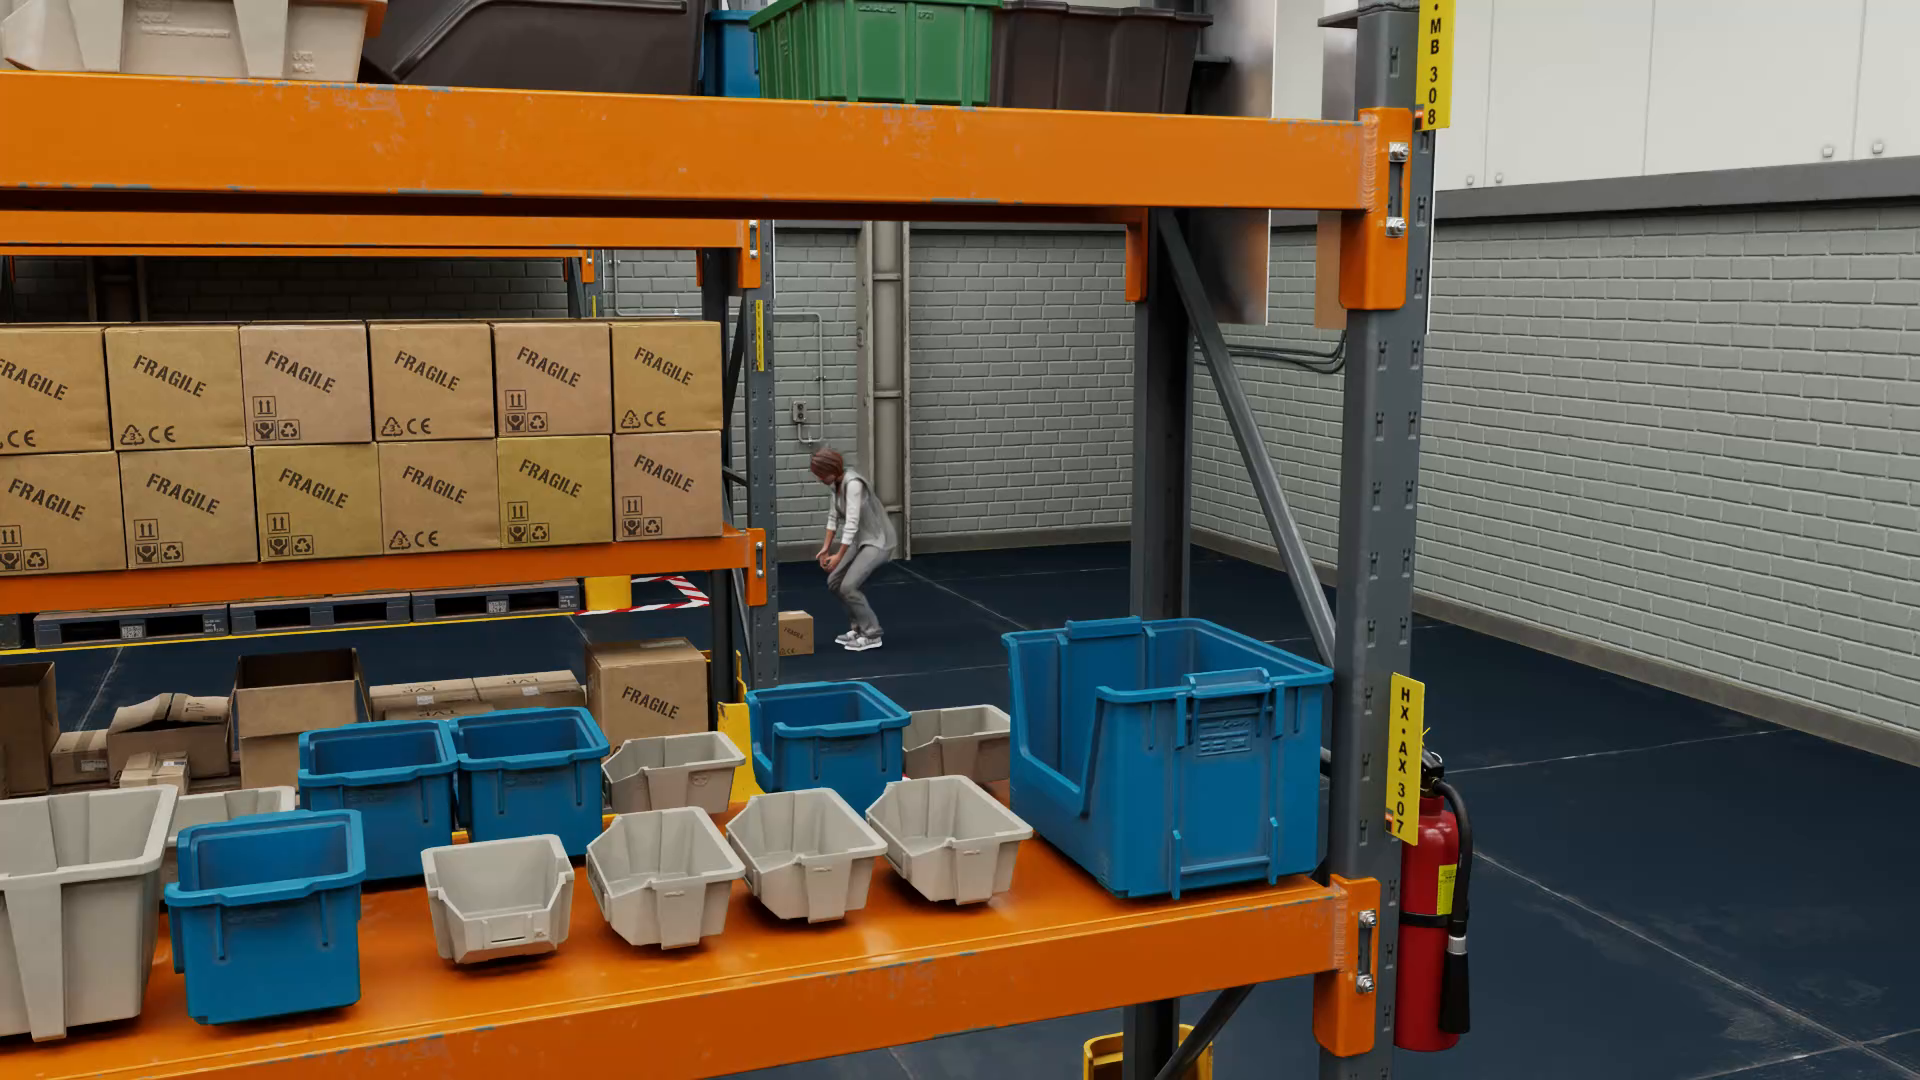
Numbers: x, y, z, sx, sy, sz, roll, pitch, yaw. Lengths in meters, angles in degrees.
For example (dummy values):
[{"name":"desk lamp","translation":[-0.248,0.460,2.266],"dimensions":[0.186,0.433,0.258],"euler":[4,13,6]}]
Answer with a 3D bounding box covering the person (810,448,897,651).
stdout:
[{"name":"person","translation":[-0.714,0.067,11.257],"dimensions":[0.602,1.361,0.460],"euler":[-3,10,-21]}]
